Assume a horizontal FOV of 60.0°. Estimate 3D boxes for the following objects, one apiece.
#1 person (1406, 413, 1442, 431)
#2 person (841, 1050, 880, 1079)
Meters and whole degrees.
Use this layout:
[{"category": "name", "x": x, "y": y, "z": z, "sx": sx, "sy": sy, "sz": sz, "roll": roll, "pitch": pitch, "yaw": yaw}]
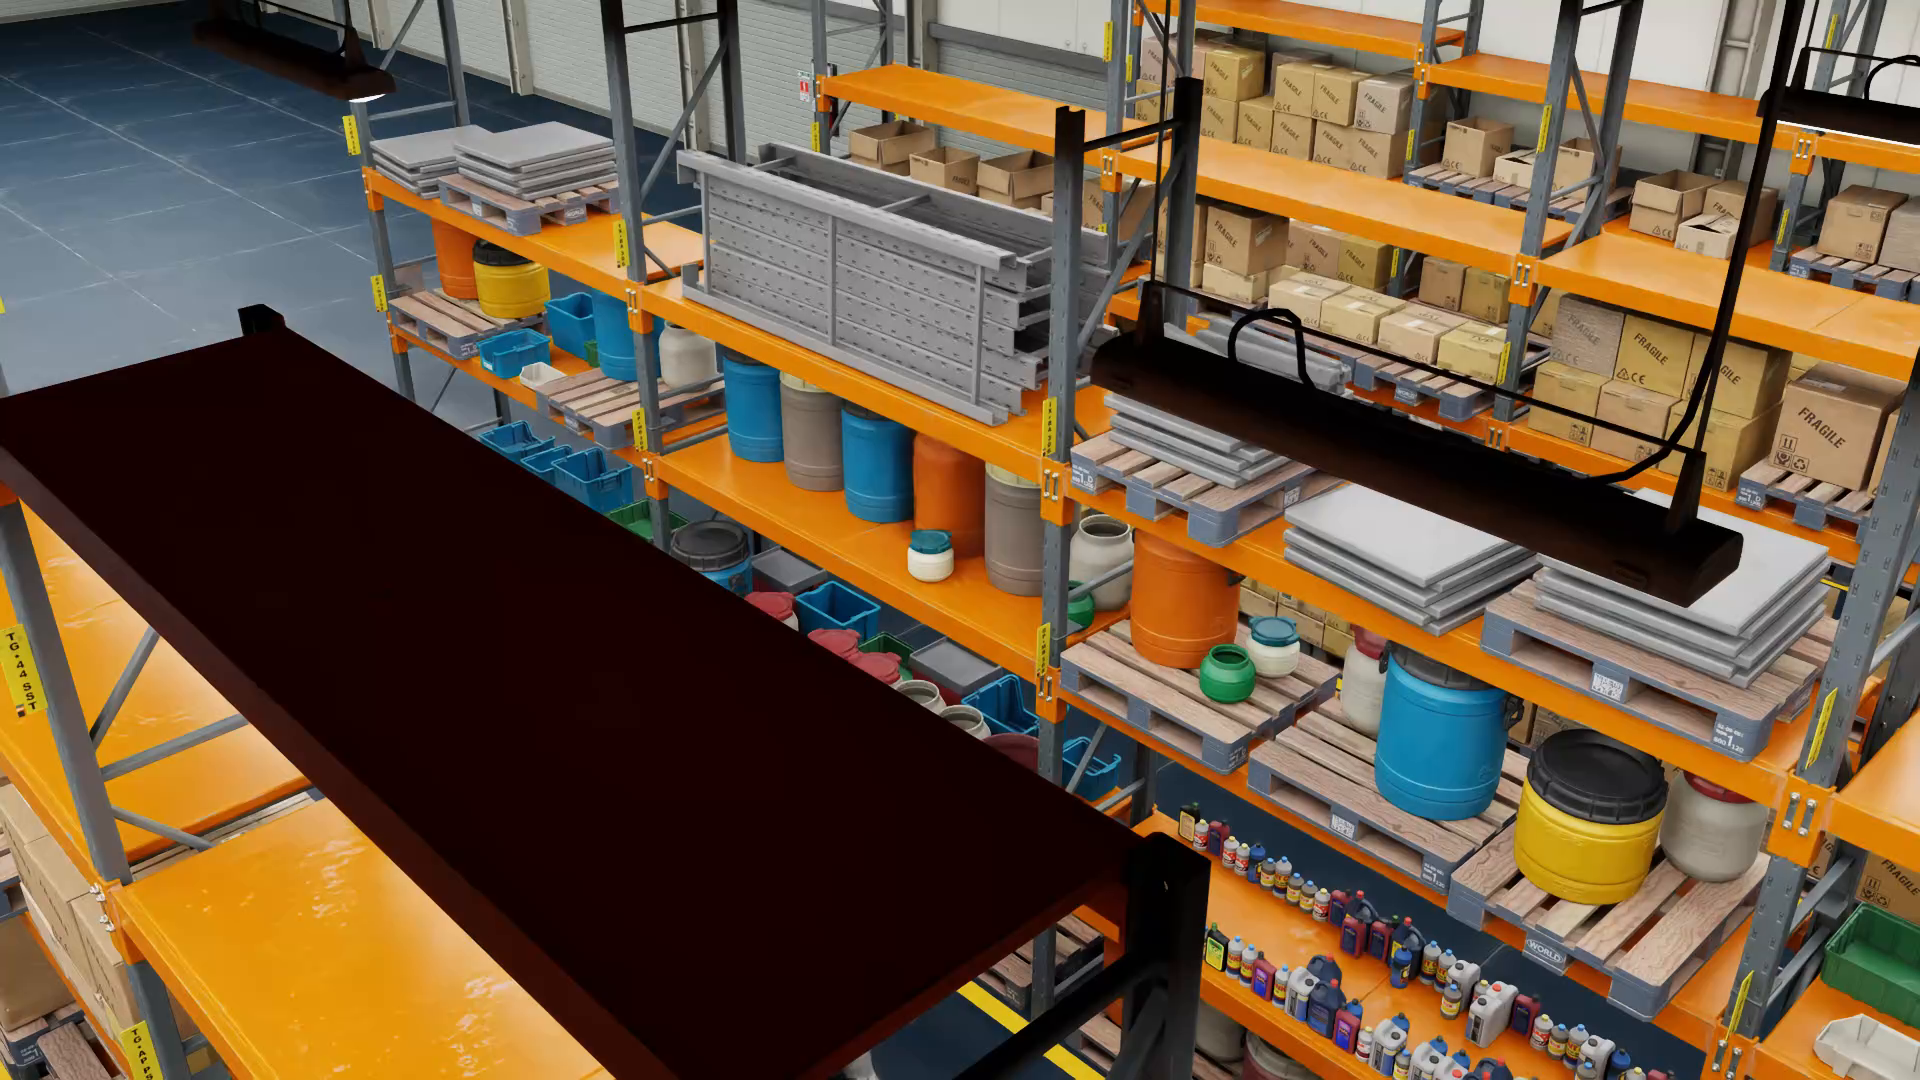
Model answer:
[{"category": "person", "x": 4.597, "y": -1.001, "z": 17.034, "sx": 0.724, "sy": 1.655, "sz": 0.501, "roll": 11, "pitch": 30, "yaw": 20}, {"category": "person", "x": -0.725, "y": 2.731, "z": 9.886, "sx": 1.062, "sy": 1.710, "sz": 0.544, "roll": 19, "pitch": 34, "yaw": 32}]
